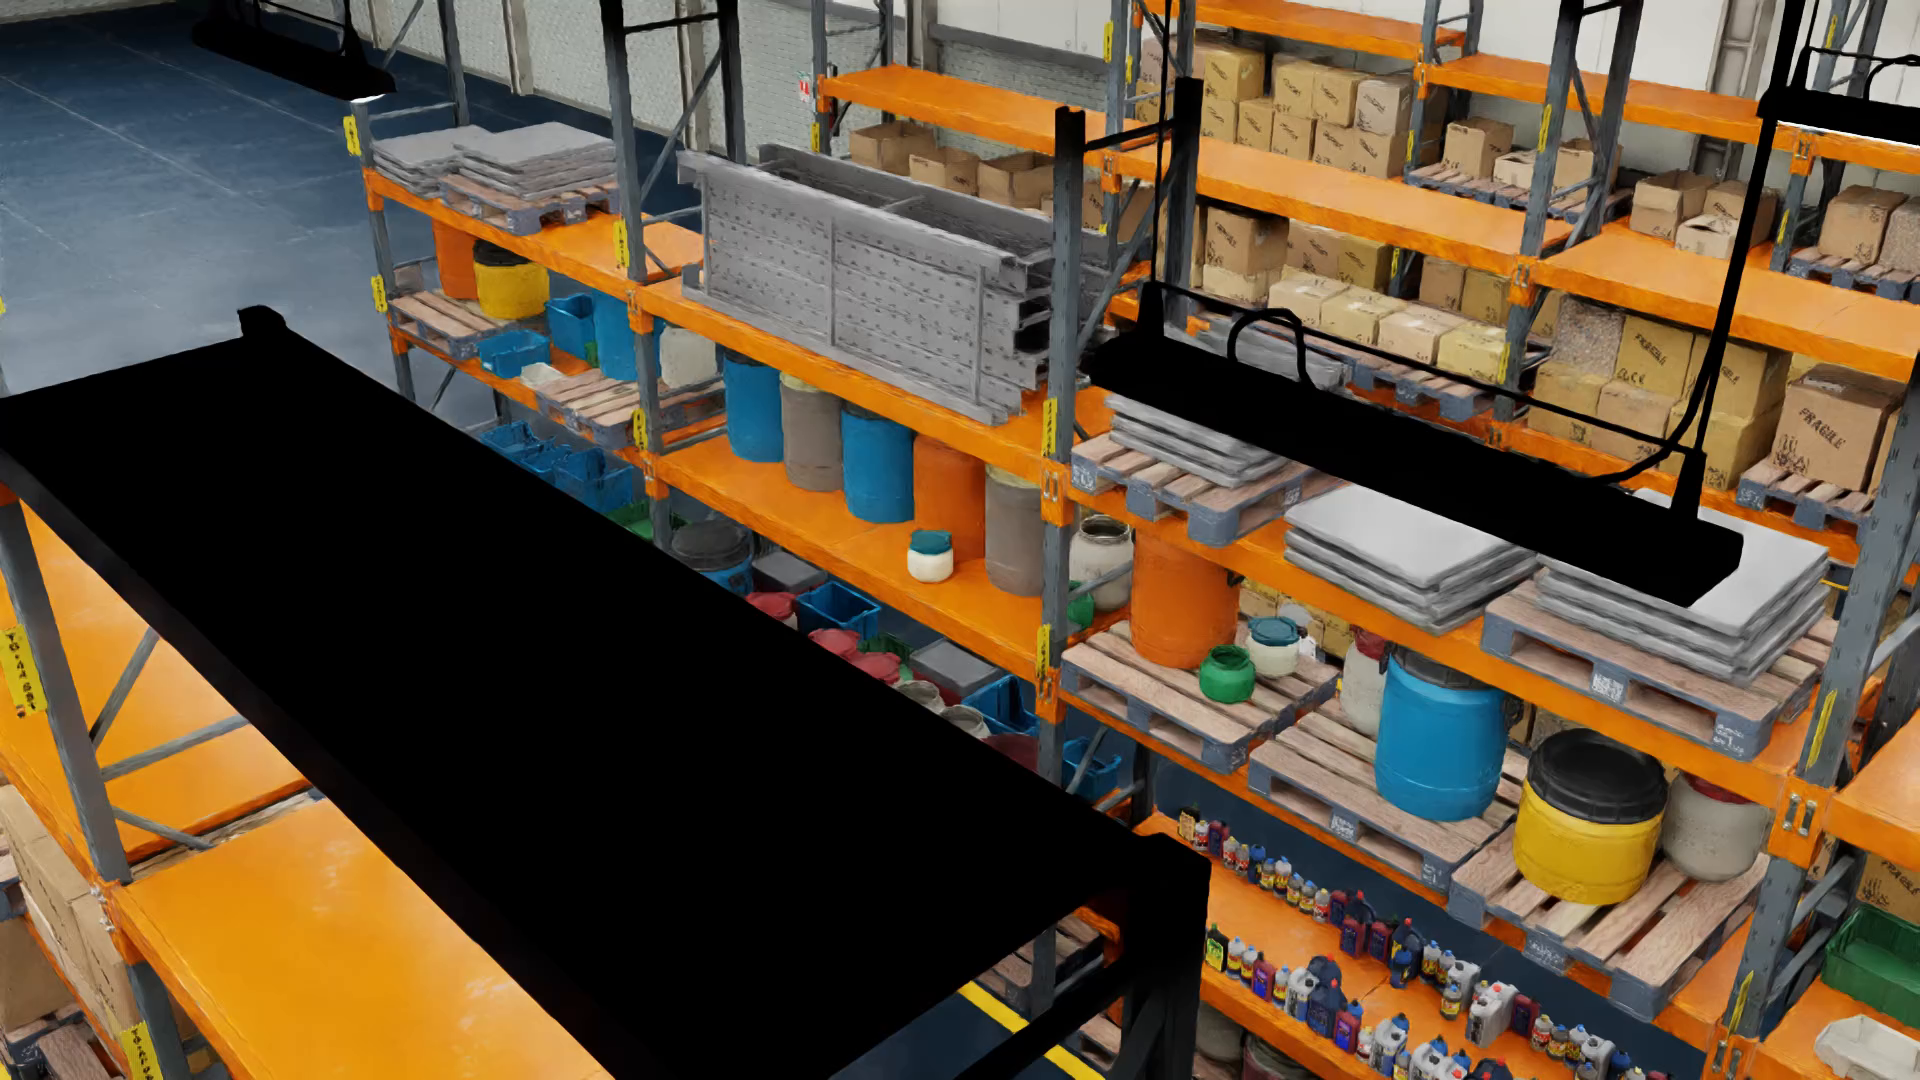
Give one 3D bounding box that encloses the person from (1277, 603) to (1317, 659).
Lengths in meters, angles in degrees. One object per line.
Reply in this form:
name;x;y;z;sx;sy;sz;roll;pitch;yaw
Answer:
person;2.543;1.226;12.839;1.073;1.587;0.499;25;37;38
